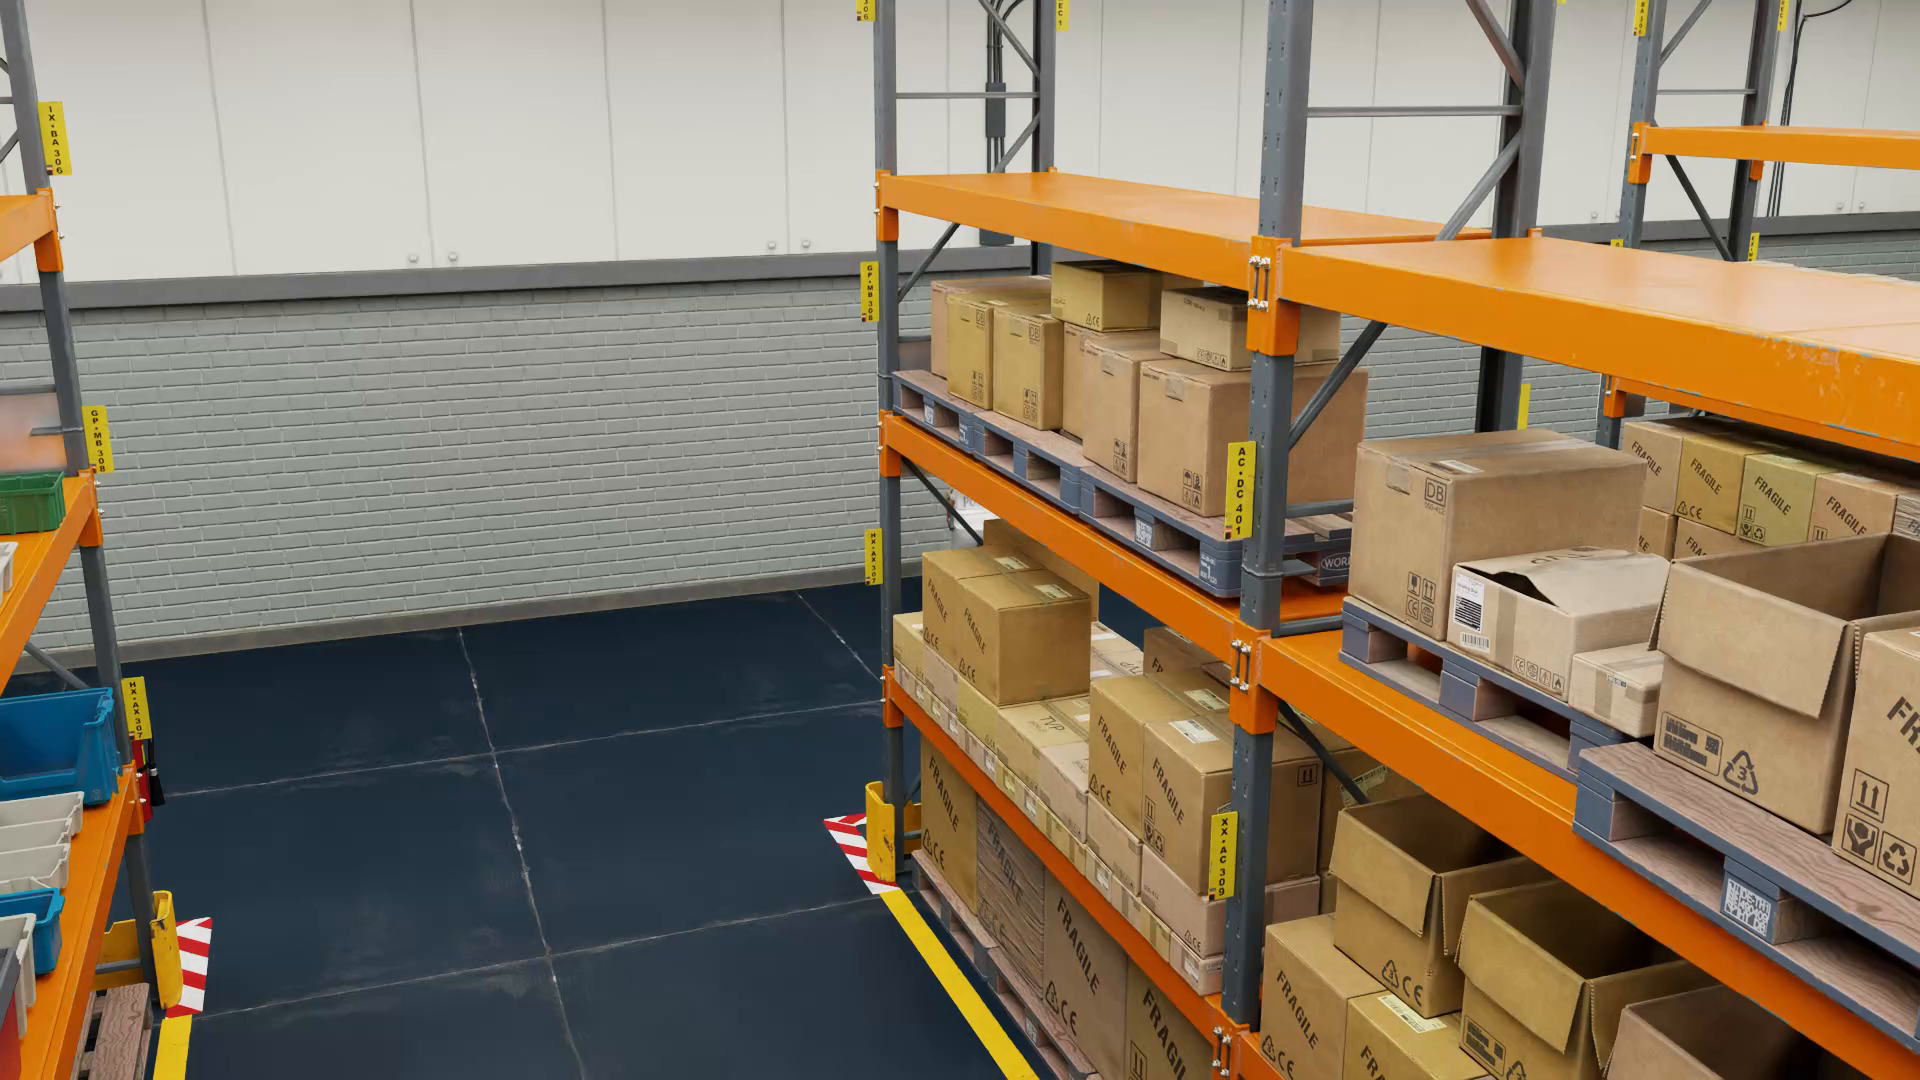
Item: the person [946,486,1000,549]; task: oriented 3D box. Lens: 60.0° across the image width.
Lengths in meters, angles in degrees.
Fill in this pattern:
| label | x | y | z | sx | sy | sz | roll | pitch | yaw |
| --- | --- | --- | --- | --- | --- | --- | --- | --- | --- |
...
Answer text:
| label | x | y | z | sx | sy | sz | roll | pitch | yaw |
| --- | --- | --- | --- | --- | --- | --- | --- | --- | --- |
| person | 0.098 | -0.091 | 14.366 | 0.455 | 1.657 | 0.541 | -6 | 17 | -19 |
